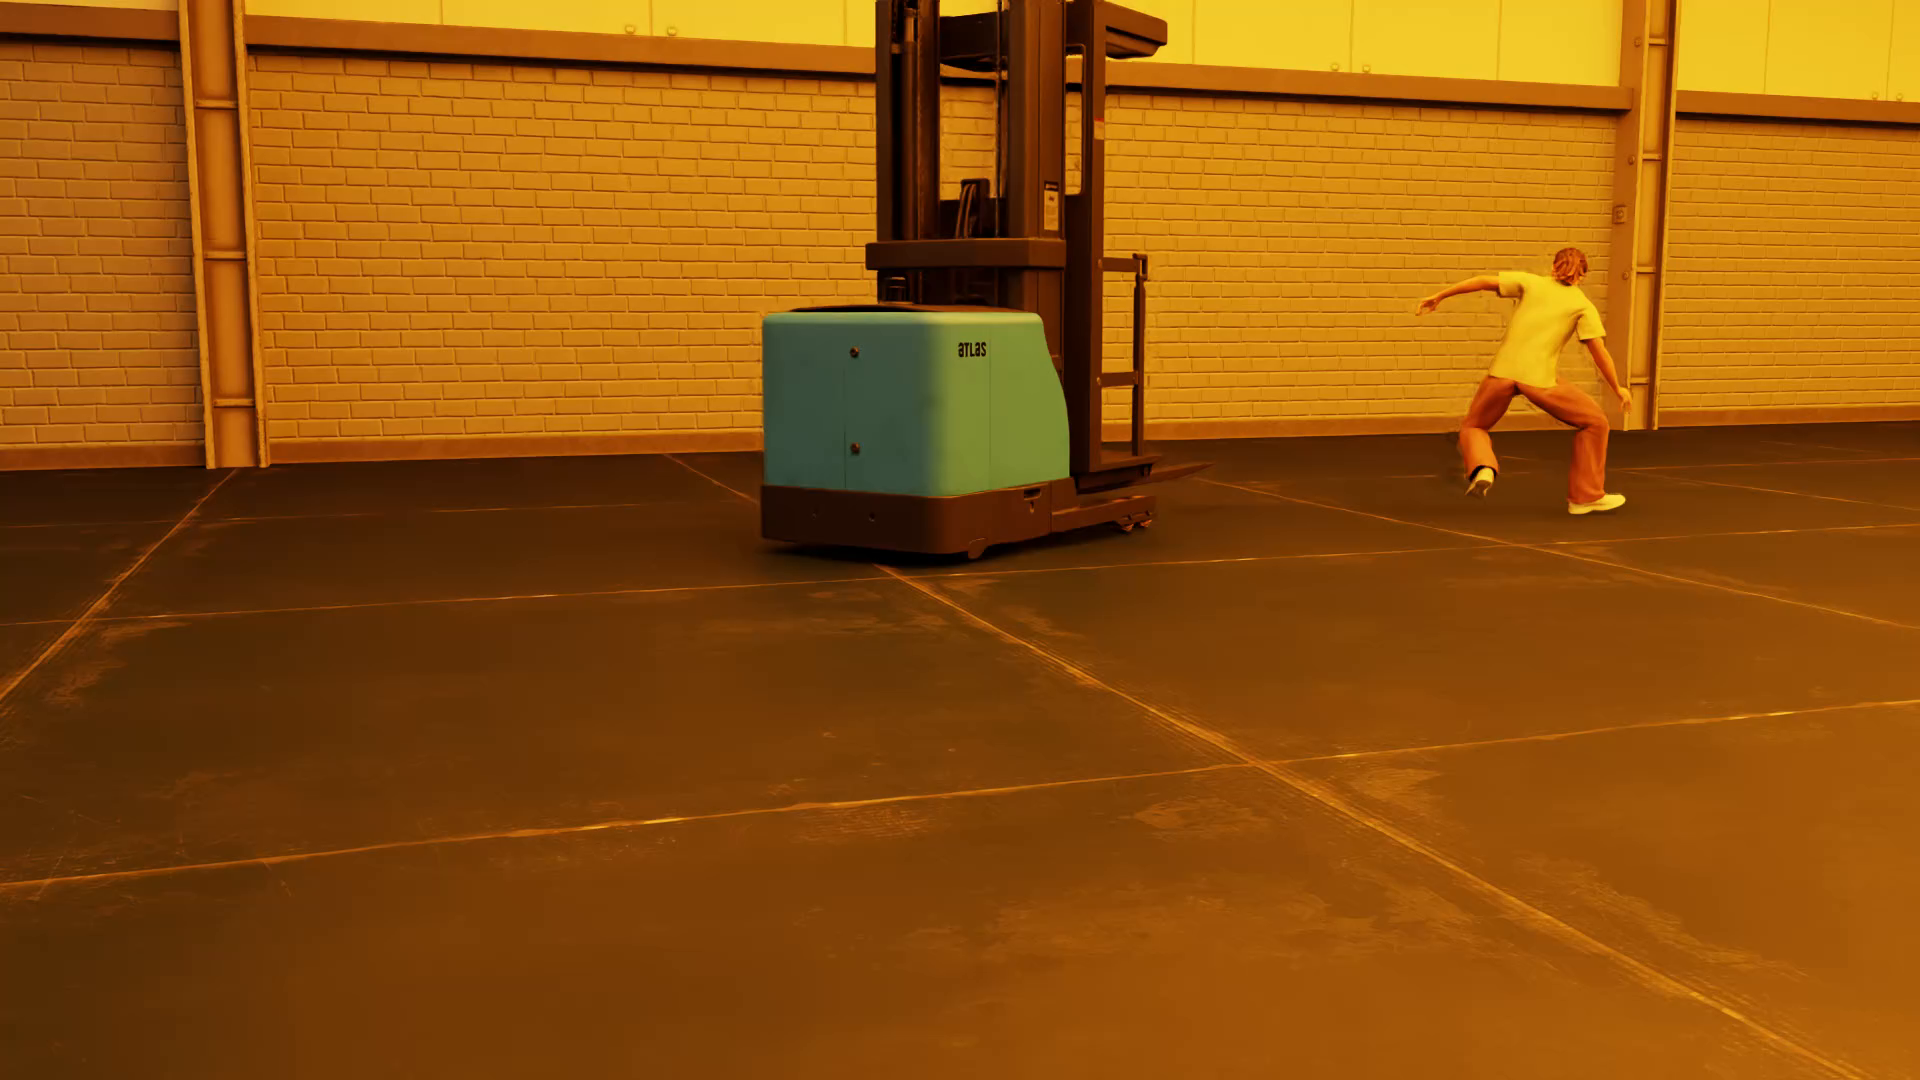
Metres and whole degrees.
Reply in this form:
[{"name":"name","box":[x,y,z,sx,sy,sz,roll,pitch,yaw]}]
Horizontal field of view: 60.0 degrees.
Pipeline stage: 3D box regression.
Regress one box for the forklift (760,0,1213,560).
[{"name":"forklift","box":[0.333,-1.525,8.261,1.130,2.935,3.031,5,9,33]}]

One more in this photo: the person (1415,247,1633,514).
[{"name":"person","box":[2.990,-0.843,8.857,1.069,1.419,0.712,5,9,31]}]
